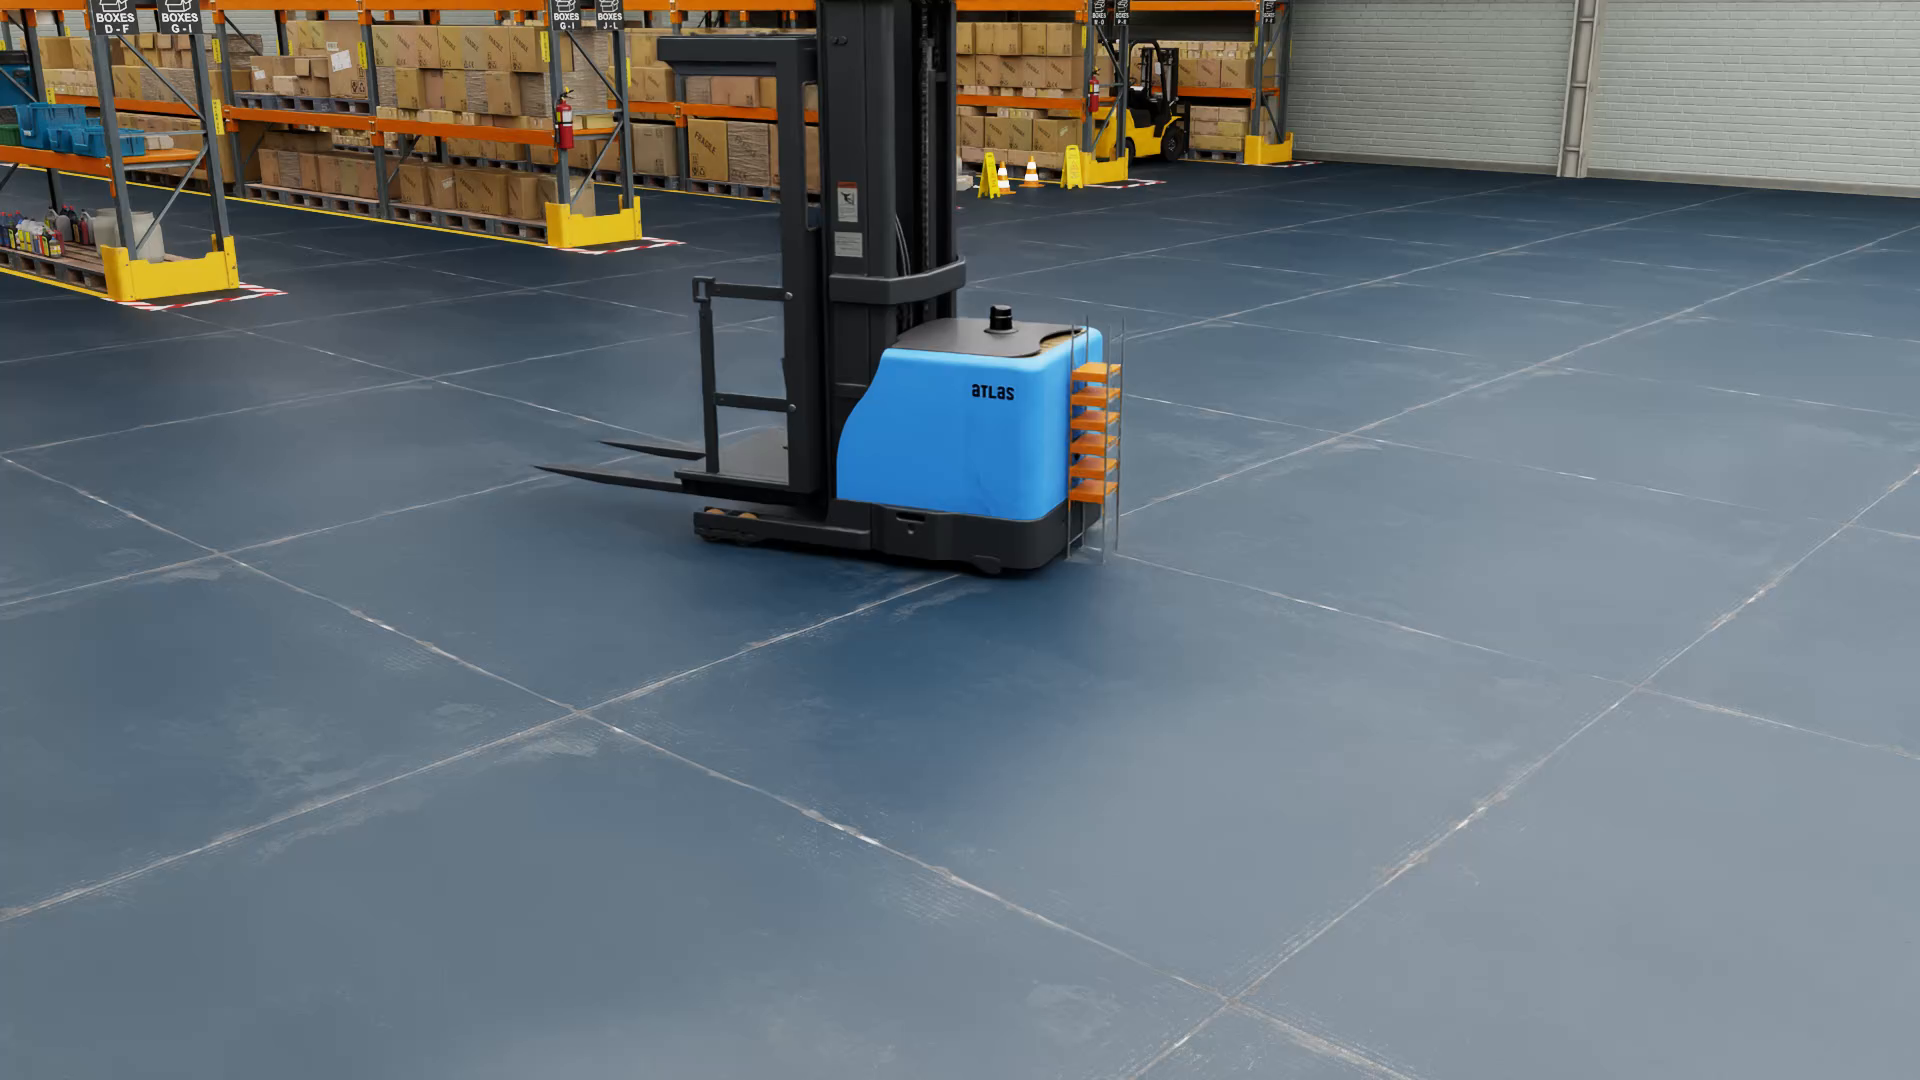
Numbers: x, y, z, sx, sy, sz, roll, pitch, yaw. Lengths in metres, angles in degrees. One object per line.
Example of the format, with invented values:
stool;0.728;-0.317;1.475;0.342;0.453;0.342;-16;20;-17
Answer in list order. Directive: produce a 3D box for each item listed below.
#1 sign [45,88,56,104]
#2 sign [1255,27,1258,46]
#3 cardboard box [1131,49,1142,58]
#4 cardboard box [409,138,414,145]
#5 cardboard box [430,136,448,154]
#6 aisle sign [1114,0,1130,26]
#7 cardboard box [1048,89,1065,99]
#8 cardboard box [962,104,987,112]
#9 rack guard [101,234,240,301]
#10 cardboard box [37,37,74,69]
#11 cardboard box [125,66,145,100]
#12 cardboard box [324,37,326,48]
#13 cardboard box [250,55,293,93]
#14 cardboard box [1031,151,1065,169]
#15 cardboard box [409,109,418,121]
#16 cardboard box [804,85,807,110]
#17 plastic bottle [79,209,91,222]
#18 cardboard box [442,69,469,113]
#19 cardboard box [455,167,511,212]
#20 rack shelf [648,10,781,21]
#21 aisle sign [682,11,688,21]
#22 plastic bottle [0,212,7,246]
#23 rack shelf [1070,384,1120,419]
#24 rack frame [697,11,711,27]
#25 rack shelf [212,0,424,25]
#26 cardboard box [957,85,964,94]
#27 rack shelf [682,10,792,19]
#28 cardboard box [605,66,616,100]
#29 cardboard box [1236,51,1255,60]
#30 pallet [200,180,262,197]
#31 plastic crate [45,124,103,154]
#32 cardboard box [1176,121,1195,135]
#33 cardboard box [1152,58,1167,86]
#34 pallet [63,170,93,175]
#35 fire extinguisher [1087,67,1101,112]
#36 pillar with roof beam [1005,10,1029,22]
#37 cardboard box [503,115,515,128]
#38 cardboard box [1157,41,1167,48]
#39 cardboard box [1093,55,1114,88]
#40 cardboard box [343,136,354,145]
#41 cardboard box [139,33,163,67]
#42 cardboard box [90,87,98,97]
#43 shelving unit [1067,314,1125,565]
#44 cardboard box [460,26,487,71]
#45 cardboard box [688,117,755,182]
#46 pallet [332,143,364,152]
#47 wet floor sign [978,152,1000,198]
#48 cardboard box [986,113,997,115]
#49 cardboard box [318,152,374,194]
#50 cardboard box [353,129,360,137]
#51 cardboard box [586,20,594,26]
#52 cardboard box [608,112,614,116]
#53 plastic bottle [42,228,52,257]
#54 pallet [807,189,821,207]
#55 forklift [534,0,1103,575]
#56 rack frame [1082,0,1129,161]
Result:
sign;-10.180;-4.895;18.619;0.005;0.325;0.100;15;23;39
sign;5.226;-8.869;29.293;0.005;0.325;0.100;15;23;39
cardboard box;3.407;-9.144;31.227;0.250;0.149;0.380;15;23;39
cardboard box;-10.139;-7.510;31.336;0.250;0.149;0.380;16;24;41
cardboard box;-9.108;-7.164;29.665;0.500;0.500;0.500;16;24;42
aisle sign;2.556;-8.497;26.130;0.004;0.787;0.394;15;23;39
cardboard box;1.619;-7.133;26.544;0.250;0.149;0.380;15;23;39
cardboard box;0.564;-8.741;34.427;0.625;0.625;0.875;16;24;41
rack guard;-7.649;-2.651;16.138;0.348;0.500;1.175;15;23;39
cardboard box;-15.296;-8.238;28.127;0.500;0.500;0.500;14;23;38
cardboard box;-12.694;-7.166;26.066;0.500;0.500;0.500;15;23;39
cardboard box;-11.574;-9.478;31.207;0.500;0.500;0.500;14;22;38
cardboard box;-9.827;-6.713;23.946;0.500;0.500;0.500;12;21;33
cardboard box;1.503;-6.196;27.028;0.500;0.250;0.500;15;23;39
cardboard box;-6.727;-5.385;21.037;0.250;0.149;0.380;15;23;39
cardboard box;-1.975;-6.442;23.704;0.550;0.550;0.875;15;23;39
plastic bottle;-9.495;-3.420;18.082;0.185;0.351;0.144;15;23;39
cardboard box;-5.832;-5.551;20.486;0.500;0.500;0.875;15;23;39
cardboard box;-6.043;-4.461;21.146;0.500;0.500;0.500;13;22;34
rack shelf;-5.175;-10.295;32.323;4.000;0.370;1.077;15;23;39
aisle sign;-6.617;-12.723;39.445;0.004;0.787;0.394;15;23;39
plastic bottle;-10.225;-3.332;17.804;0.185;0.351;0.144;16;24;41
rack shelf;0.666;-0.678;8.117;0.180;0.103;0.258;7;19;22
rack frame;-6.371;-11.537;40.005;0.127;3.000;1.000;15;23;39
rack shelf;-8.761;-7.250;22.727;4.000;0.370;1.077;15;23;39
cardboard box;0.159;-7.559;27.885;0.250;0.149;0.380;15;23;39
rack shelf;-4.875;-12.222;38.394;4.000;0.370;1.077;15;23;39
cardboard box;-5.221;-7.158;26.043;0.500;0.500;0.500;15;23;40
cardboard box;5.151;-8.687;29.788;0.250;0.149;0.380;15;23;40
pallet;-10.797;-5.411;25.312;1.213;0.211;1.003;15;23;39
plastic crate;-8.616;-3.931;16.286;0.408;0.251;0.499;15;23;39
cardboard box;4.256;-7.681;30.881;0.500;0.250;0.500;14;23;38
cardboard box;3.905;-8.719;30.960;0.500;0.500;0.500;15;23;40
pallet;-14.683;-6.454;28.599;1.213;0.211;1.003;15;23;39
fire extinguisher;2.084;-7.036;25.952;0.183;0.674;0.296;15;23;39
pillar with roof beam;-1.672;-11.758;30.785;0.400;9.000;9.100;15;23;39
cardboard box;-5.208;-4.992;19.797;0.250;0.149;0.380;15;23;39
cardboard box;3.860;-9.208;30.938;0.250;0.149;0.380;15;23;39
cardboard box;2.134;-7.548;26.778;0.500;0.500;0.500;15;23;38
cardboard box;-11.528;-7.629;31.710;0.250;0.149;0.380;15;23;39
cardboard box;-12.260;-7.627;25.861;0.637;0.503;0.797;15;23;40
cardboard box;-13.888;-7.287;27.029;0.250;0.149;0.380;16;23;40
shelving unit;0.666;-0.491;8.176;0.189;1.200;0.258;7;19;22
cardboard box;-5.599;-5.879;19.867;0.500;0.500;0.500;15;23;39
cardboard box;-3.474;-5.909;25.089;0.875;0.875;0.875;15;23;40
pallet;-11.324;-7.512;31.933;1.213;0.211;1.003;15;23;39
wet floor sign;0.430;-5.380;24.498;0.232;0.644;0.267;11;20;30
cardboard box;0.697;-6.989;28.285;0.500;0.500;0.500;17;24;42
cardboard box;-8.473;-5.120;23.191;0.500;0.500;0.700;13;22;35
cardboard box;-11.264;-7.723;31.515;0.250;0.149;0.380;14;22;37
cardboard box;-7.418;-10.563;34.045;0.250;0.149;0.380;15;23;39
cardboard box;-7.070;-8.739;34.731;0.875;0.438;0.875;15;23;38
plastic bottle;-9.326;-3.042;17.000;0.133;0.283;0.061;16;23;41
pallet;-1.556;-4.874;23.620;1.213;0.211;1.003;15;23;39
forklift;-0.825;-1.504;8.505;3.031;2.935;1.130;7;19;22
rack frame;2.304;-7.200;26.341;0.127;3.000;1.000;15;23;39
